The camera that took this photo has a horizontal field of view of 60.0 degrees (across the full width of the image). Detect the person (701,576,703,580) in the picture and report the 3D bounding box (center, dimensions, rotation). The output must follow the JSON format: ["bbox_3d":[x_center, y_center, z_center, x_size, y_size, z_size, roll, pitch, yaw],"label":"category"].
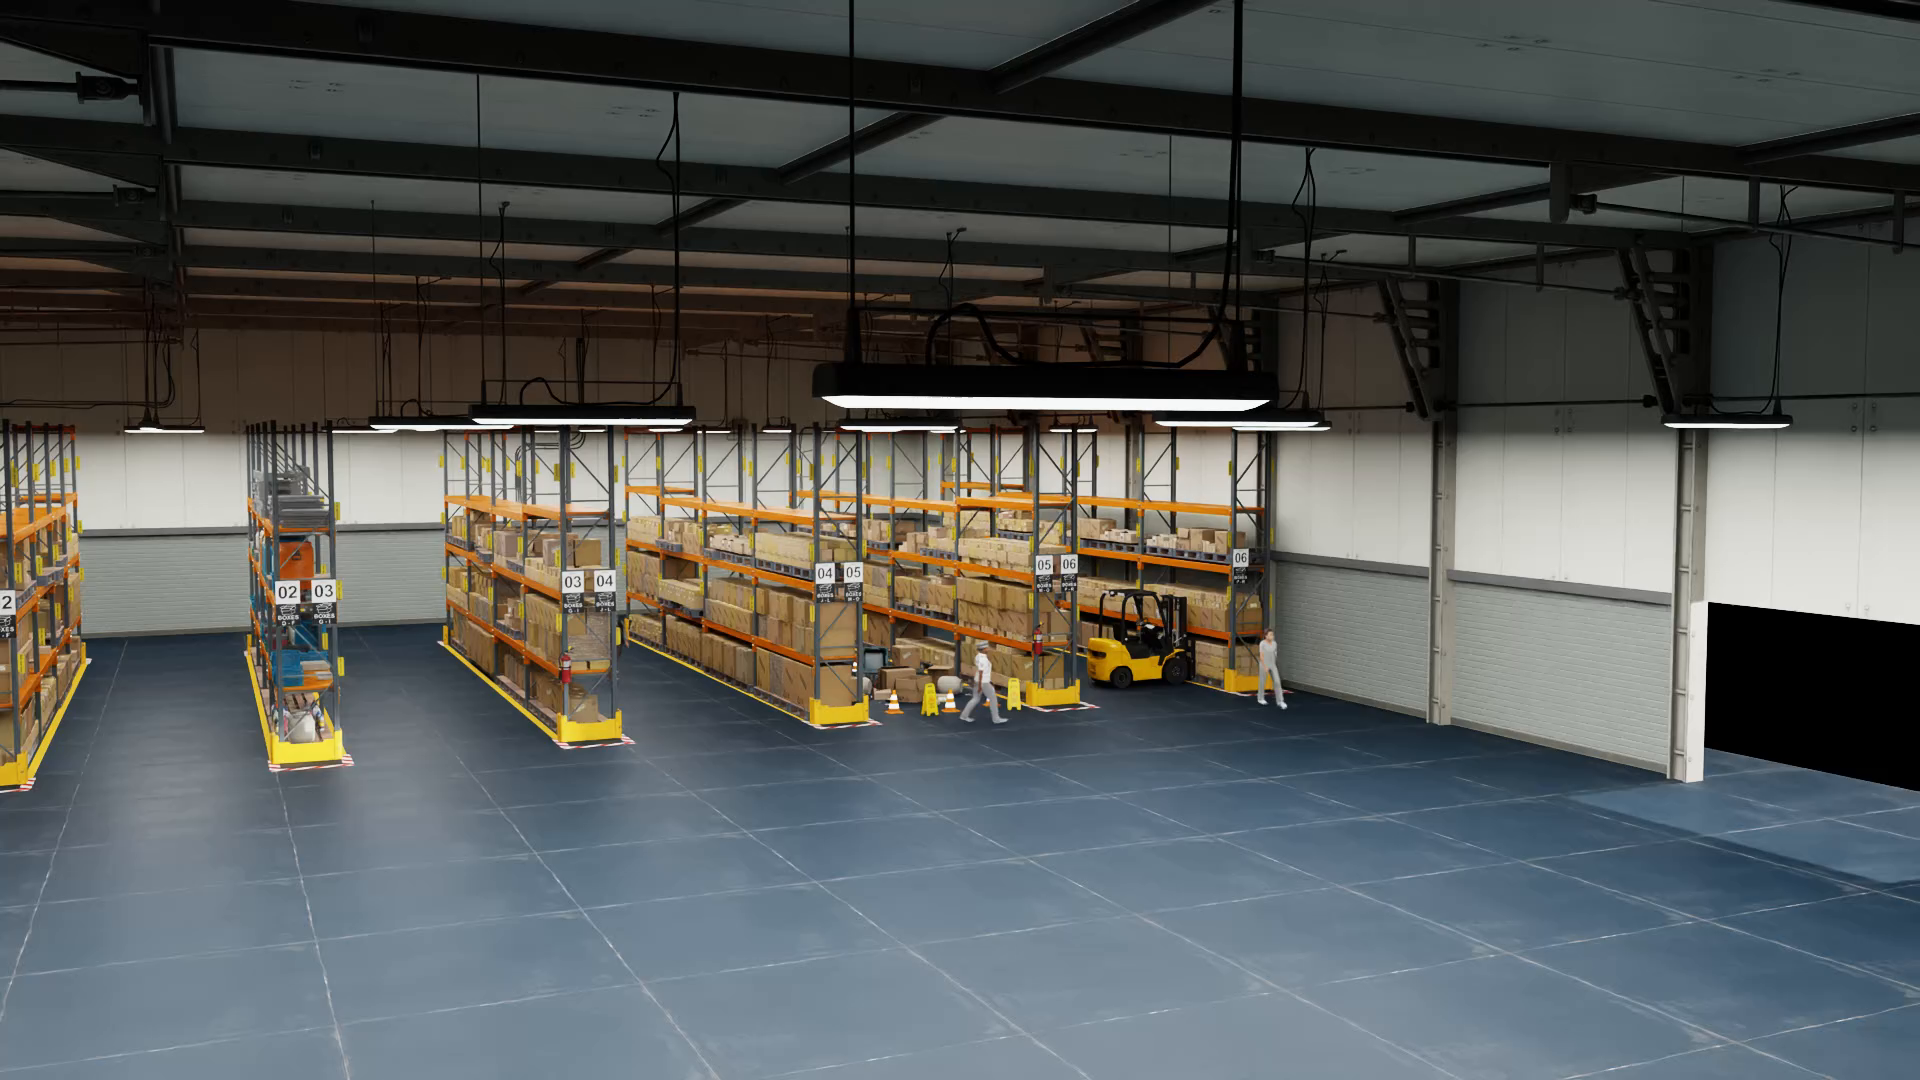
[{"bbox_3d":[-7.490,1.823,48.275,0.801,1.780,0.491,1,4,11],"label":"person"}]

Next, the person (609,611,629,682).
[{"bbox_3d":[-8.050,2.438,38.806,0.612,1.648,1.058,-2,4,-34],"label":"person"}]

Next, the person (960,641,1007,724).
[{"bbox_3d":[0.463,2.838,33.137,0.889,1.639,0.474,-1,4,-17],"label":"person"}]

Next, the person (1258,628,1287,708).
[{"bbox_3d":[6.549,2.685,35.121,0.459,1.632,0.905,-1,4,-13],"label":"person"}]
